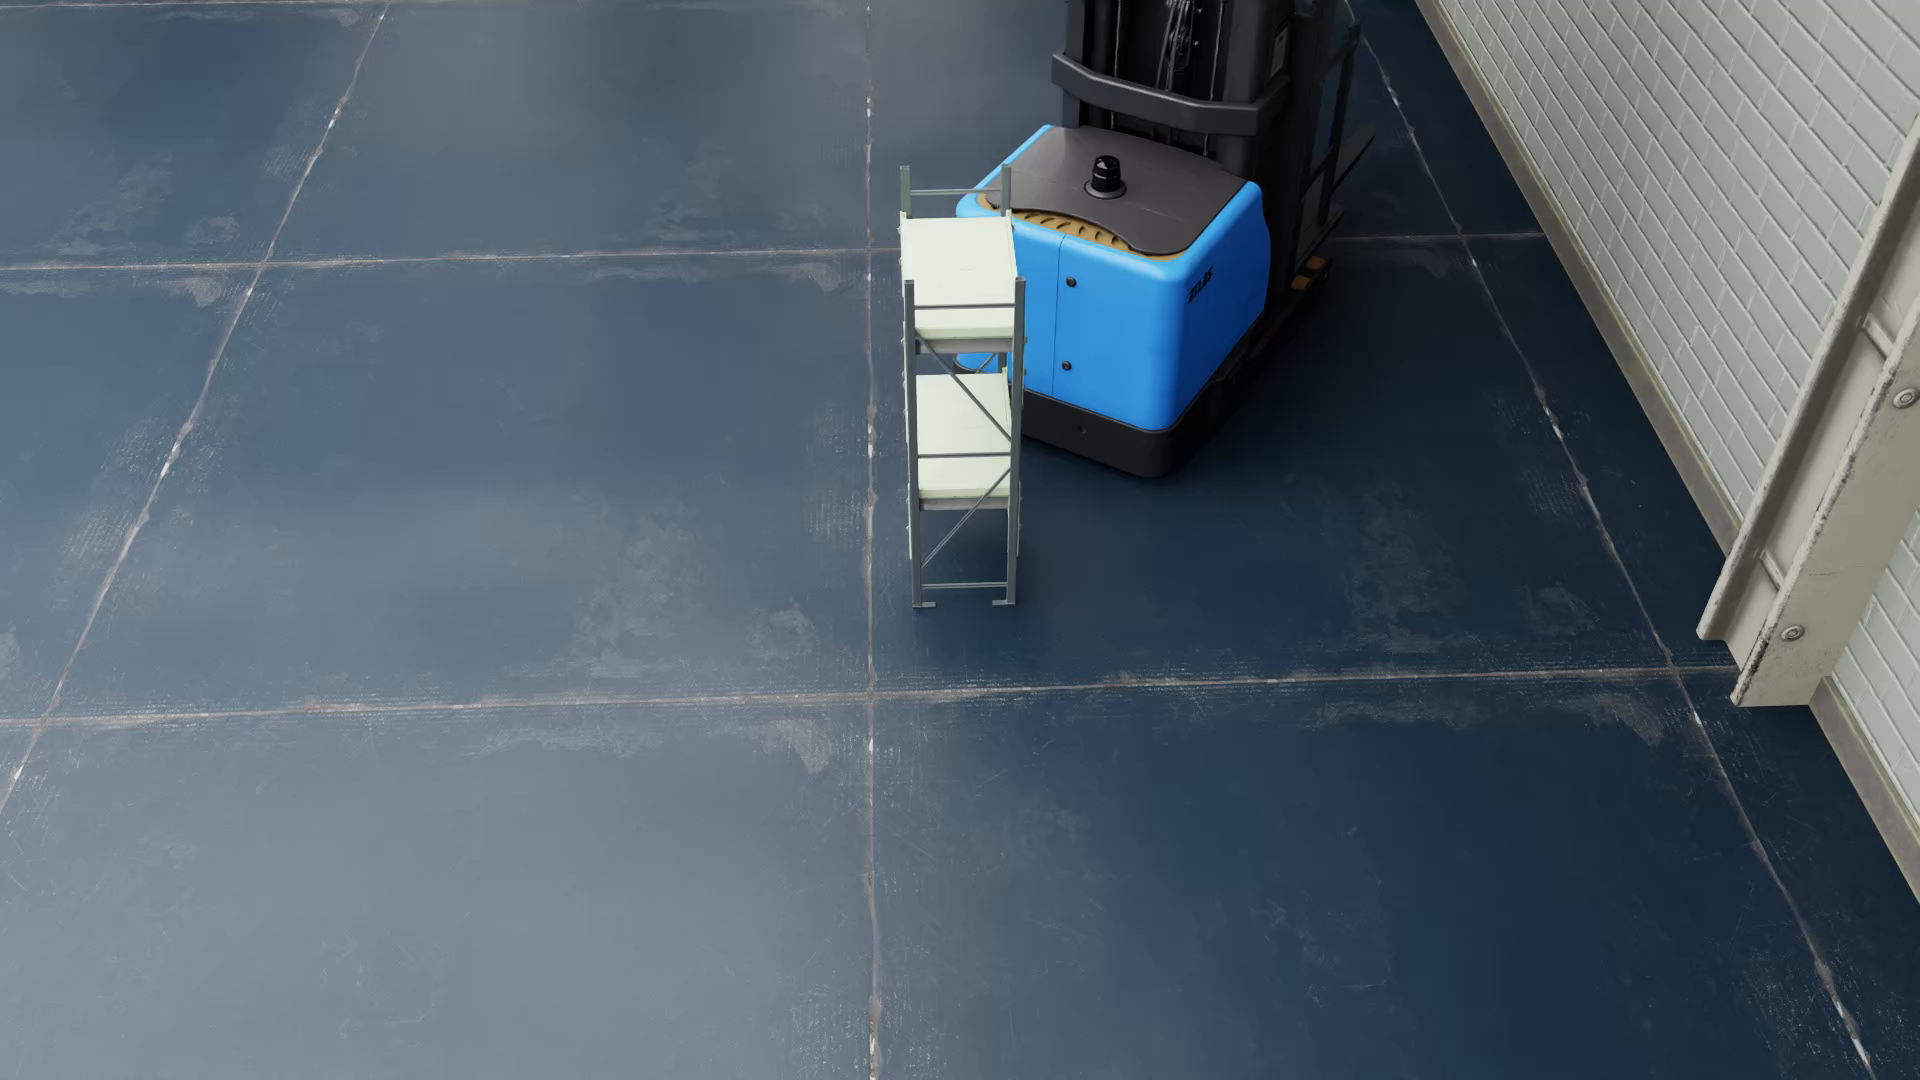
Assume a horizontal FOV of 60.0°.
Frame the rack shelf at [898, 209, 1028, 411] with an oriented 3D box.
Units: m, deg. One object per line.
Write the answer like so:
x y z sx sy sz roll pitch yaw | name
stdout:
0.000 -0.836 5.975 0.431 0.370 0.720 -2 43 -2 | rack shelf

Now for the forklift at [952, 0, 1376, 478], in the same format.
1.145 -2.321 7.113 1.130 2.935 3.031 22 47 22 | forklift

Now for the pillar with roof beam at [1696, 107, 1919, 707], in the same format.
-1.318 -2.723 3.061 9.100 9.000 0.400 -2 43 -2 | pillar with roof beam

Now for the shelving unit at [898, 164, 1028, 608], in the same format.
0.000 -0.548 6.238 0.431 1.500 0.755 -2 43 -2 | shelving unit

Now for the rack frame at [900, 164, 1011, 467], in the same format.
-0.015 -0.795 6.508 0.400 1.500 0.023 -2 43 -2 | rack frame

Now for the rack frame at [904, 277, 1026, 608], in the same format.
0.016 -0.301 5.969 0.400 1.500 0.023 -2 43 -2 | rack frame

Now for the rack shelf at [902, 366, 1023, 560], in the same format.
0.000 -0.308 6.459 0.431 0.370 0.720 -2 43 -2 | rack shelf
